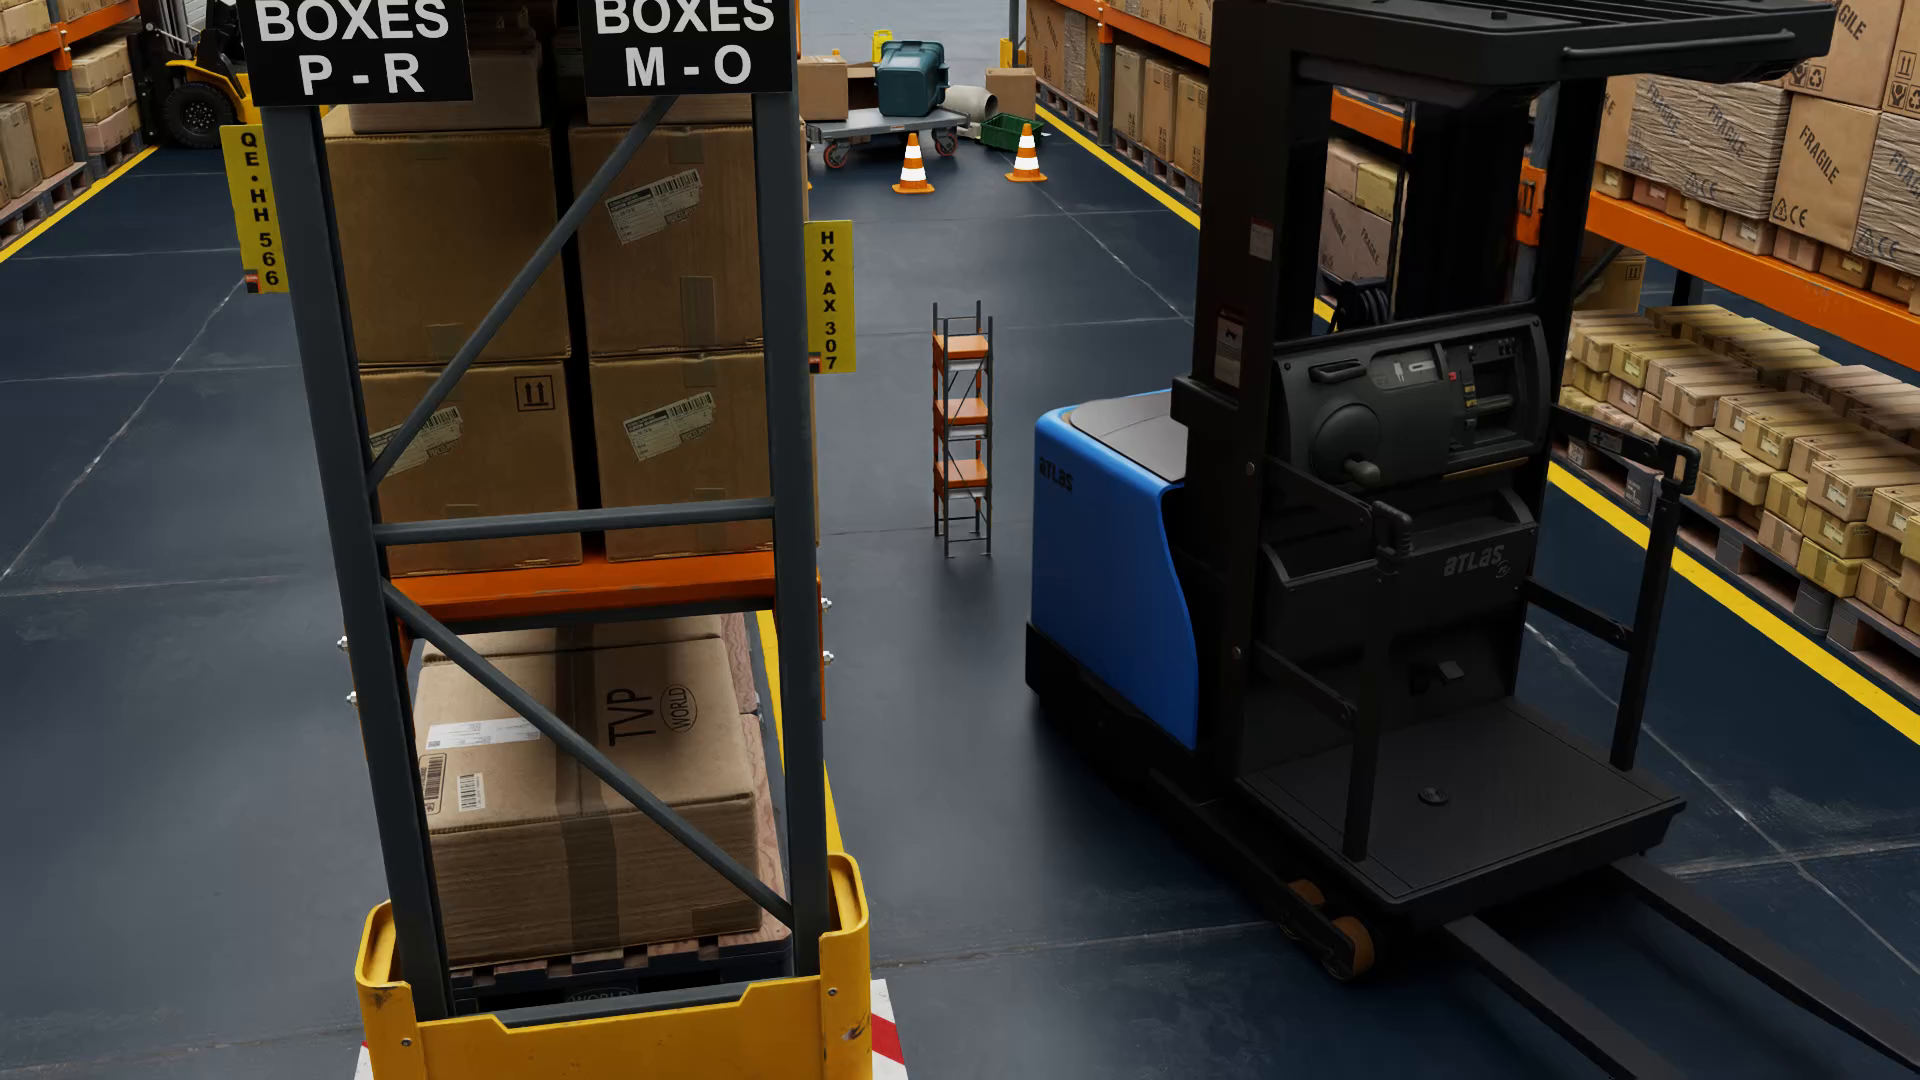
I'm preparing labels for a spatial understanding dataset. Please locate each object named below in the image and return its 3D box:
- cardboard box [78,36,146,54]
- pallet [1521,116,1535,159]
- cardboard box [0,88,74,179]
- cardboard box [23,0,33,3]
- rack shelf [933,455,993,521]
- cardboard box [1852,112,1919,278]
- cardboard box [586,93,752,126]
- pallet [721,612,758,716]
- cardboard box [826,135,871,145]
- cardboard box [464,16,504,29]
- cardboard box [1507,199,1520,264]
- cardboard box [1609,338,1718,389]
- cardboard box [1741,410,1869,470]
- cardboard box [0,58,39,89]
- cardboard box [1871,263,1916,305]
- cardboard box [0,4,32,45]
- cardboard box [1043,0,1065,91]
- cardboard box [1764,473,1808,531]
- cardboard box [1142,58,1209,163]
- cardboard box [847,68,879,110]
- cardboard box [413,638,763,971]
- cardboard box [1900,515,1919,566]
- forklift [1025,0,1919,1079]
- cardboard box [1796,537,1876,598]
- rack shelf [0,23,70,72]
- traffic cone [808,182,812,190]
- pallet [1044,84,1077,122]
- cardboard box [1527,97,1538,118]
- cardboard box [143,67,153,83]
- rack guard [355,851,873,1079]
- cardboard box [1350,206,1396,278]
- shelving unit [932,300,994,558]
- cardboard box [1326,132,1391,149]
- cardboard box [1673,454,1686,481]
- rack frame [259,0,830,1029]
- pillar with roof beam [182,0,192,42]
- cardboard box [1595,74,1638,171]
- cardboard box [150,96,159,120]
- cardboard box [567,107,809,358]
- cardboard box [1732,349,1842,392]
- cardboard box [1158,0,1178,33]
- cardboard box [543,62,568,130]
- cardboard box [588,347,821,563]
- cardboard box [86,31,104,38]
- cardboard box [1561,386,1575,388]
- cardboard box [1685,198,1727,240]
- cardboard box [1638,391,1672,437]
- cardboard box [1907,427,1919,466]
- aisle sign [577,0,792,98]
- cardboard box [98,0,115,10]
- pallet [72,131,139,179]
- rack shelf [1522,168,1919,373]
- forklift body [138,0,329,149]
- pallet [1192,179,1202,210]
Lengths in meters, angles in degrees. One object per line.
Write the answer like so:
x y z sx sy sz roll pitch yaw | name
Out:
-7.973 -4.593 15.680 0.500 0.250 0.500 -5 24 -11 | cardboard box
3.290 -2.237 8.863 1.003 0.211 1.213 -4 24 -10 | pallet
-7.807 -3.285 13.465 0.875 0.625 0.625 -3 24 -7 | cardboard box
-7.572 -4.371 13.073 0.500 0.250 0.500 -5 24 -11 | cardboard box
0.010 -0.196 7.107 0.215 0.259 0.240 -4 24 -10 | rack shelf
3.499 -1.181 5.710 0.500 0.500 0.500 -4 24 -10 | cardboard box
-0.611 -0.995 3.596 0.380 0.149 0.250 -4 24 -9 | cardboard box
-1.265 0.457 5.941 1.003 0.211 1.213 -4 24 -10 | pallet
-1.078 -3.980 16.031 0.396 0.266 0.258 18 29 36 | cardboard box
-1.282 -1.155 3.961 0.380 0.149 0.250 -5 24 -10 | cardboard box
2.902 -1.678 9.006 0.500 0.250 0.500 -5 24 -11 | cardboard box
3.237 -0.812 7.656 0.380 0.149 0.250 -5 24 -10 | cardboard box
3.412 -0.404 6.722 0.380 0.149 0.250 -4 24 -9 | cardboard box
-8.195 -3.955 14.219 0.500 0.250 0.500 -4 24 -9 | cardboard box
3.539 -0.945 5.980 0.380 0.149 0.250 -5 24 -12 | cardboard box
-7.465 -3.940 12.711 0.500 0.250 0.500 -4 24 -10 | cardboard box
1.425 -5.344 17.869 0.875 0.875 0.875 -5 24 -11 | cardboard box
3.415 -0.158 6.529 0.380 0.149 0.250 -3 24 -7 | cardboard box
2.187 -3.704 14.270 1.050 0.750 0.750 -4 24 -10 | cardboard box
-0.782 -4.375 16.468 0.797 0.637 0.503 -4 24 -10 | cardboard box
-1.038 0.696 4.586 0.875 0.438 0.875 -5 24 -12 | cardboard box
3.518 0.017 5.758 0.380 0.149 0.250 -5 24 -11 | cardboard box
1.361 -0.356 4.402 1.130 2.935 3.031 -12 26 -25 | forklift
3.447 0.087 6.341 0.380 0.149 0.250 -5 24 -12 | cardboard box
-7.544 -3.269 11.885 1.077 0.370 4.000 -4 24 -10 | rack shelf
-1.432 -3.207 14.015 0.336 0.463 0.334 -4 24 -10 | traffic cone
1.517 -4.668 17.674 1.003 0.211 1.213 -4 24 -10 | pallet
3.021 -2.232 8.402 0.380 0.149 0.250 -5 24 -11 | cardboard box
-7.969 -4.355 15.759 0.500 0.250 0.500 -4 24 -10 | cardboard box
-0.813 1.121 4.058 1.175 0.500 0.348 -4 24 -10 | rack guard
2.719 -1.736 10.077 0.500 0.500 0.500 -5 24 -11 | cardboard box
0.010 -0.460 6.992 0.215 1.050 0.252 -4 24 -10 | shelving unit
2.532 -2.488 10.862 0.500 0.250 0.500 -5 24 -10 | cardboard box
3.367 -0.334 7.305 0.380 0.149 0.250 -5 24 -12 | cardboard box
-0.818 -0.034 3.579 1.000 3.000 0.127 -4 24 -10 | rack frame
-6.290 -11.046 21.297 9.100 9.000 0.400 -4 24 -10 | pillar with roof beam
3.132 -1.982 7.543 0.500 0.500 0.500 -5 24 -11 | cardboard box
-7.972 -4.133 15.876 0.500 0.250 0.500 -4 24 -8 | cardboard box
-0.627 -0.748 3.840 0.500 0.500 0.500 -5 24 -11 | cardboard box
3.721 -0.748 7.510 0.380 0.149 0.250 -4 24 -8 | cardboard box
1.920 -4.384 13.415 0.500 0.500 0.500 -4 24 -9 | cardboard box
-1.355 -1.108 4.665 0.500 0.500 0.500 -4 24 -10 | cardboard box
-0.624 -0.290 4.040 0.500 0.500 0.500 -4 24 -10 | cardboard box
-8.573 -4.752 16.044 0.500 0.250 0.500 -4 24 -10 | cardboard box
3.040 -0.732 8.216 0.380 0.149 0.250 -5 24 -12 | cardboard box
3.268 -1.354 6.916 0.380 0.149 0.250 -4 24 -9 | cardboard box
3.304 -0.577 7.488 0.380 0.149 0.250 -6 24 -12 | cardboard box
4.002 -0.346 6.588 0.380 0.149 0.250 -4 24 -9 | cardboard box
-0.519 -1.218 3.043 0.394 0.787 0.004 -4 24 -10 | aisle sign
-7.947 -5.027 14.888 0.500 0.500 0.500 -5 24 -10 | cardboard box
-8.020 -3.423 14.824 1.003 0.211 1.213 -4 24 -10 | pallet
3.658 -0.897 6.454 1.077 0.370 4.000 -4 24 -10 | rack shelf
-6.510 -4.958 15.916 2.313 2.155 1.214 -4 24 -10 | forklift body
2.477 -2.624 12.995 1.003 0.211 1.213 -4 24 -10 | pallet
